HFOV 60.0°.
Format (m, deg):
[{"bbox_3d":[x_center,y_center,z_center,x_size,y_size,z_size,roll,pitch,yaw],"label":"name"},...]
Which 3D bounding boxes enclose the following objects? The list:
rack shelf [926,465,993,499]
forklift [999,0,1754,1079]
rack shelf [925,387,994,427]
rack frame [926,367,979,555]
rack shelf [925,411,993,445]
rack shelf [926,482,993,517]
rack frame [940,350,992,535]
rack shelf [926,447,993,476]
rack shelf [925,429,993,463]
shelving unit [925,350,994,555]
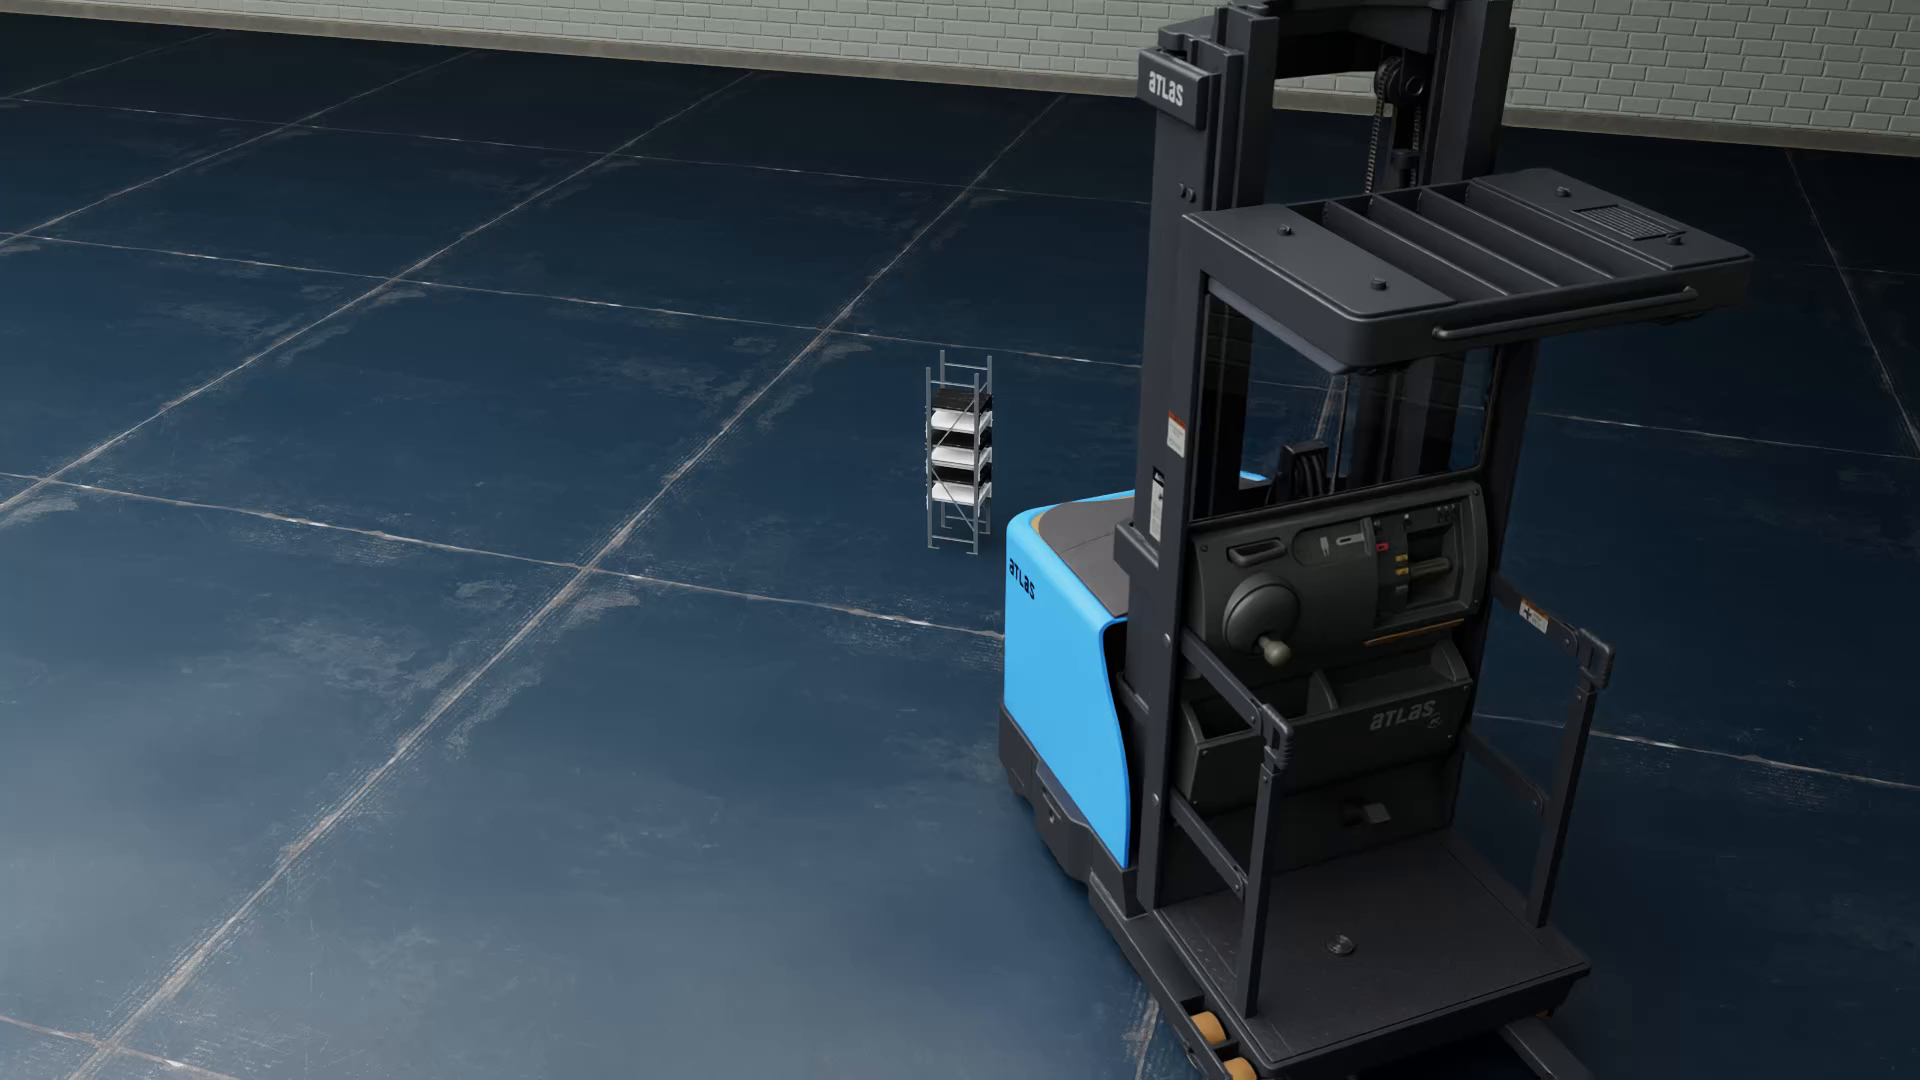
[{"bbox_3d":[-0.002,-0.282,7.584,0.258,0.077,0.200,8,30,15],"label":"rack shelf"},{"bbox_3d":[1.157,0.142,4.480,1.130,2.935,3.031,-11,31,-19],"label":"forklift"},{"bbox_3d":[-0.002,-0.596,7.409,0.258,0.077,0.200,8,30,15],"label":"rack shelf"},{"bbox_3d":[-0.032,-0.342,7.440,0.240,0.900,0.006,8,30,15],"label":"rack frame"},{"bbox_3d":[-0.002,-0.518,7.453,0.258,0.077,0.200,8,30,15],"label":"rack shelf"},{"bbox_3d":[-0.002,-0.203,7.628,0.258,0.077,0.200,8,30,15],"label":"rack shelf"},{"bbox_3d":[0.027,-0.437,7.609,0.240,0.900,0.006,8,30,15],"label":"rack frame"},{"bbox_3d":[-0.002,-0.360,7.541,0.258,0.077,0.200,8,30,15],"label":"rack shelf"},{"bbox_3d":[-0.002,-0.439,7.497,0.258,0.077,0.200,8,30,15],"label":"rack shelf"},{"bbox_3d":[-0.002,-0.389,7.524,0.258,0.900,0.210,8,30,15],"label":"shelving unit"}]
